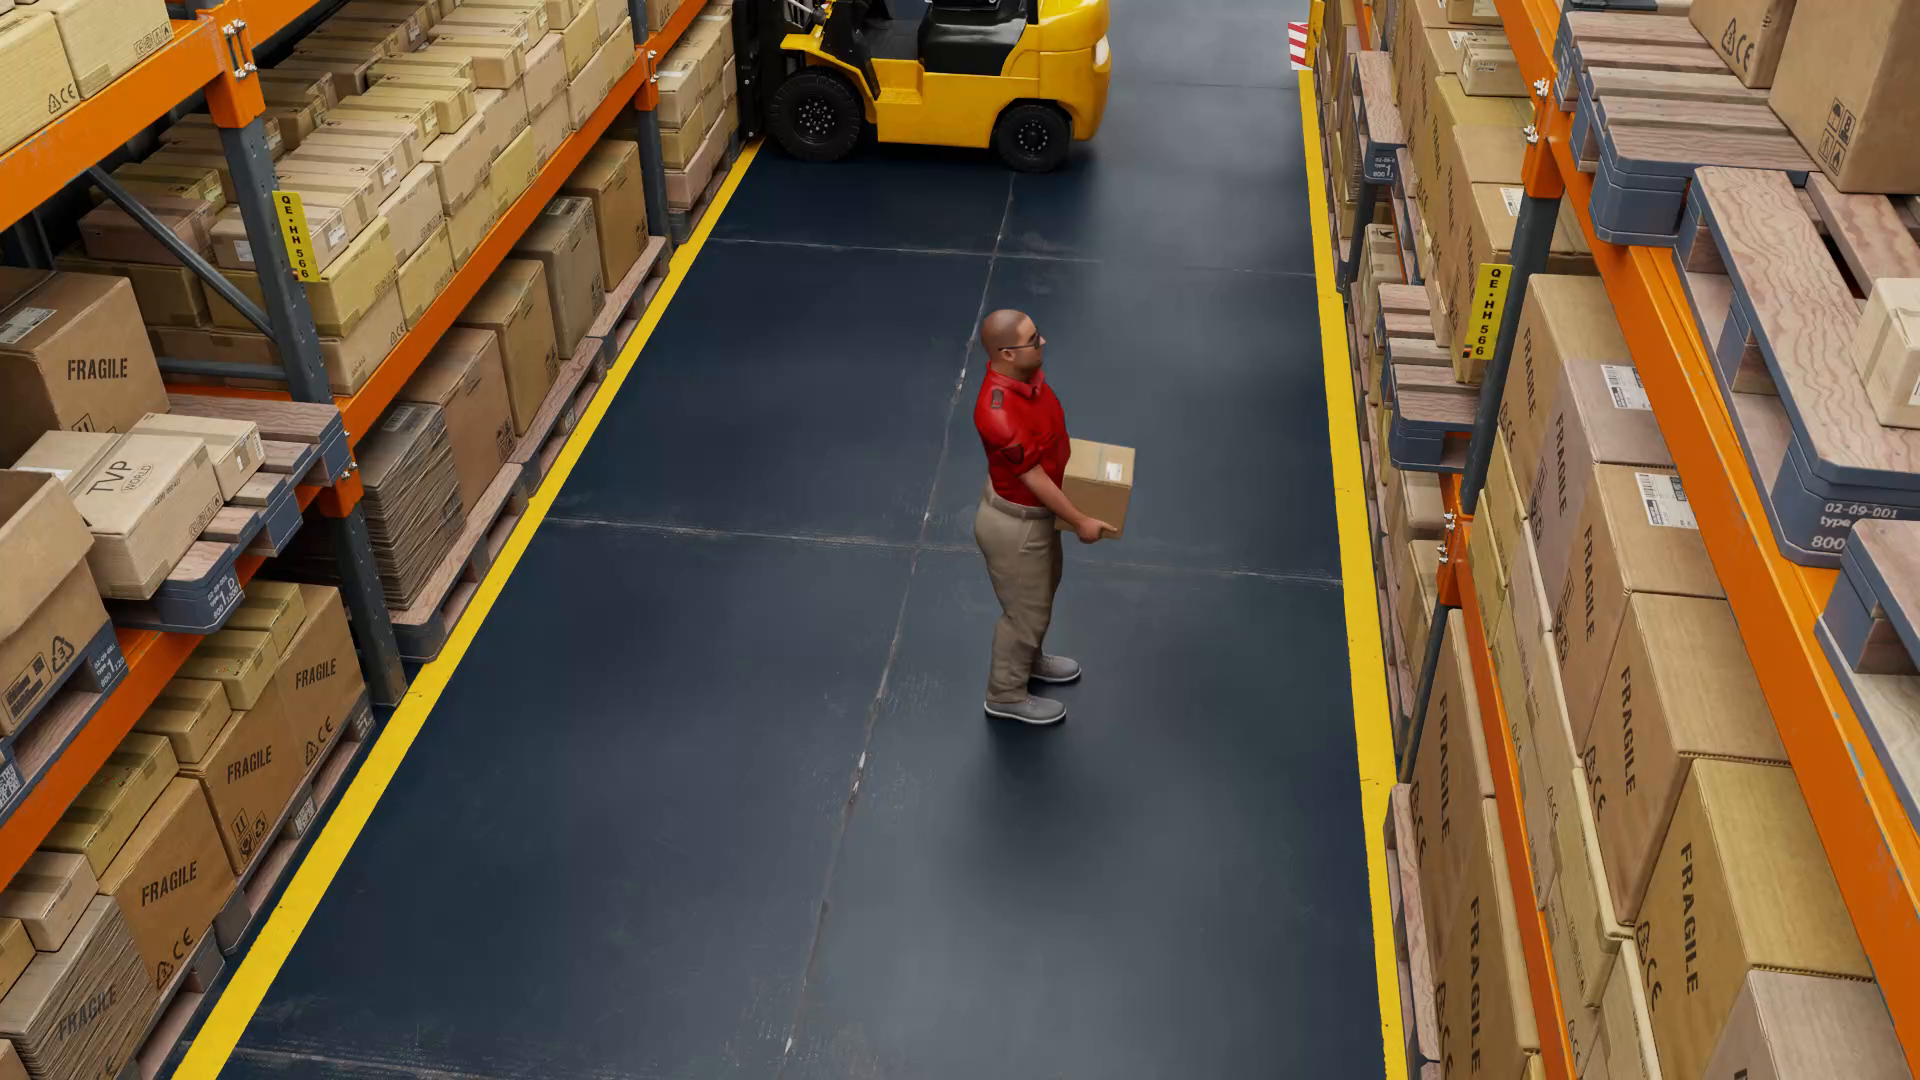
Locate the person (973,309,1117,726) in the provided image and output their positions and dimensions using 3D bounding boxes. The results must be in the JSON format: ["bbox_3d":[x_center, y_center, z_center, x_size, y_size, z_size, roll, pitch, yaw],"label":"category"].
[{"bbox_3d":[0.331,-0.086,6.291,0.537,1.712,0.493,5,36,6],"label":"person"}]
